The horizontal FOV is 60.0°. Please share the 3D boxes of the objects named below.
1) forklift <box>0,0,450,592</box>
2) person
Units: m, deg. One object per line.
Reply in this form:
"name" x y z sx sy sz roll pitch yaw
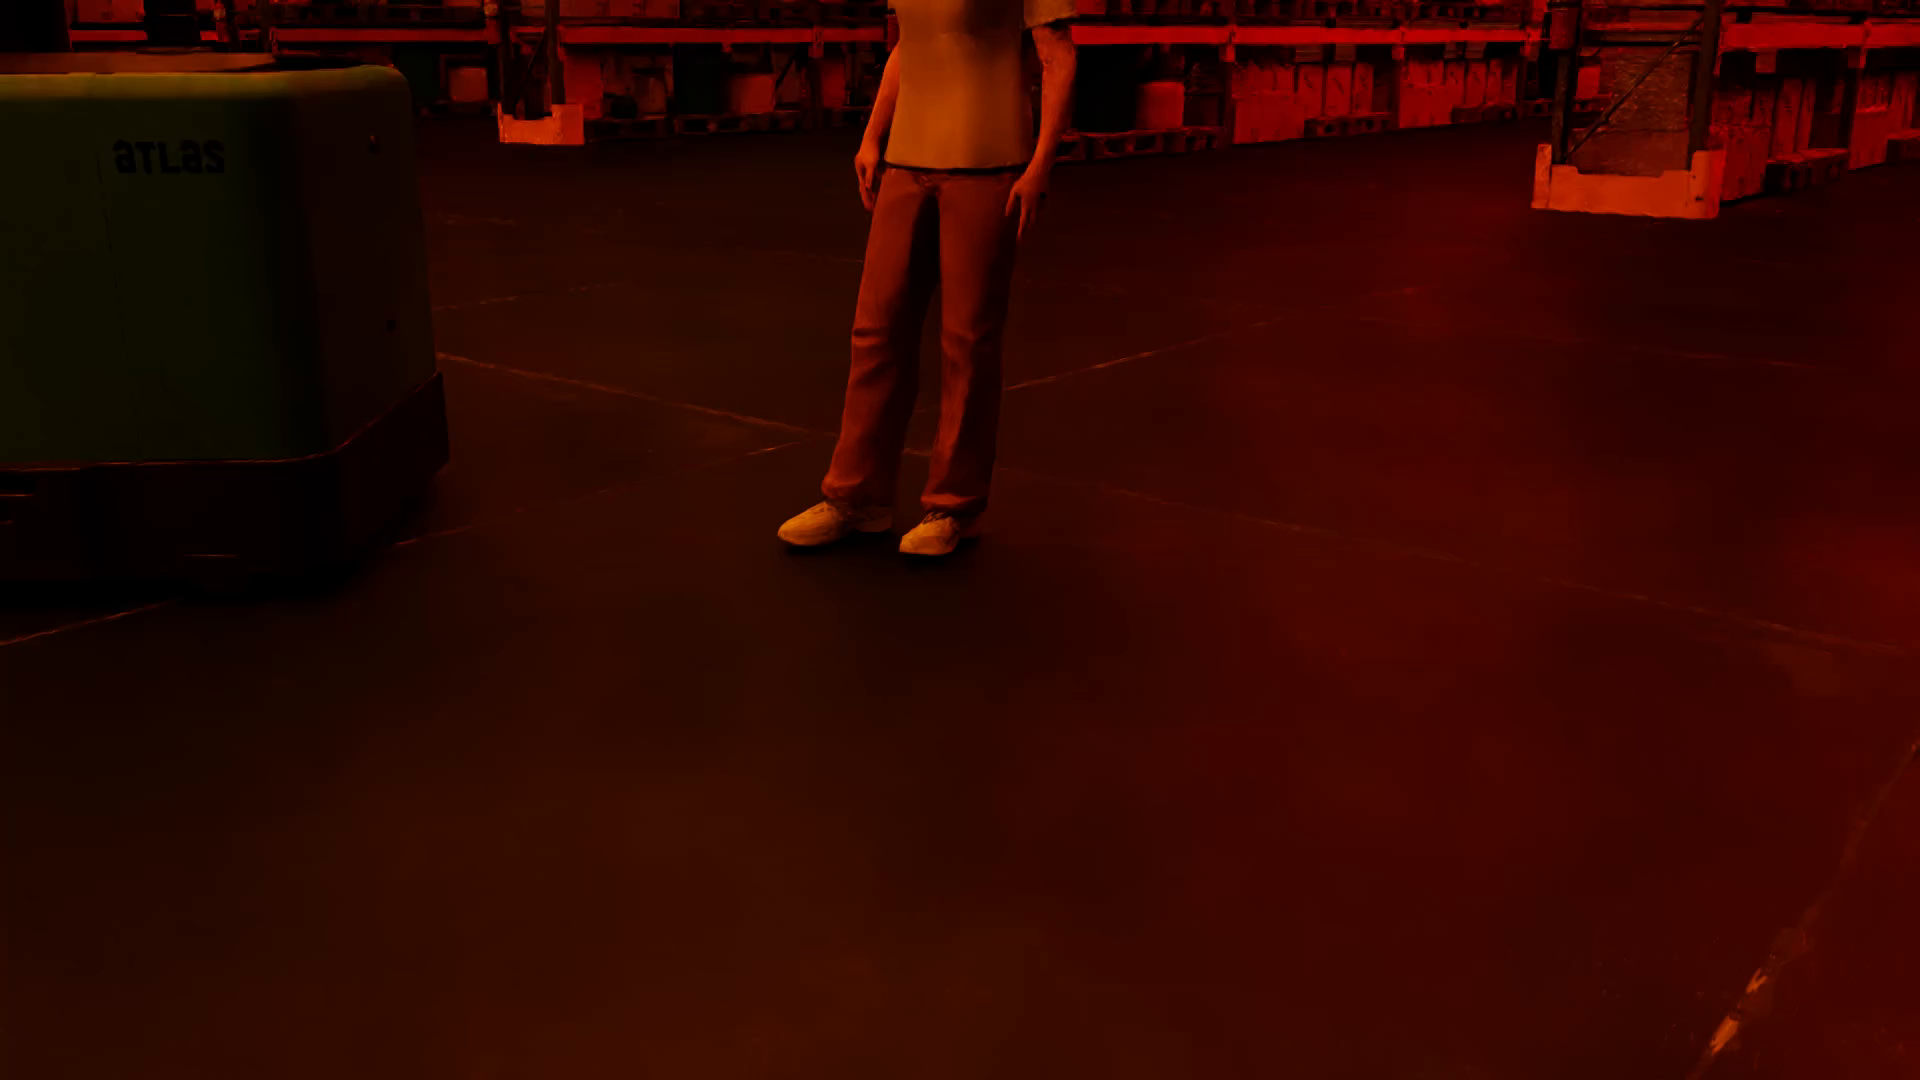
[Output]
"forklift" -2.840 -1.400 3.508 3.031 2.935 1.130 -1 17 -2
"person" -0.055 -0.794 3.648 0.554 1.674 0.548 13 21 37
